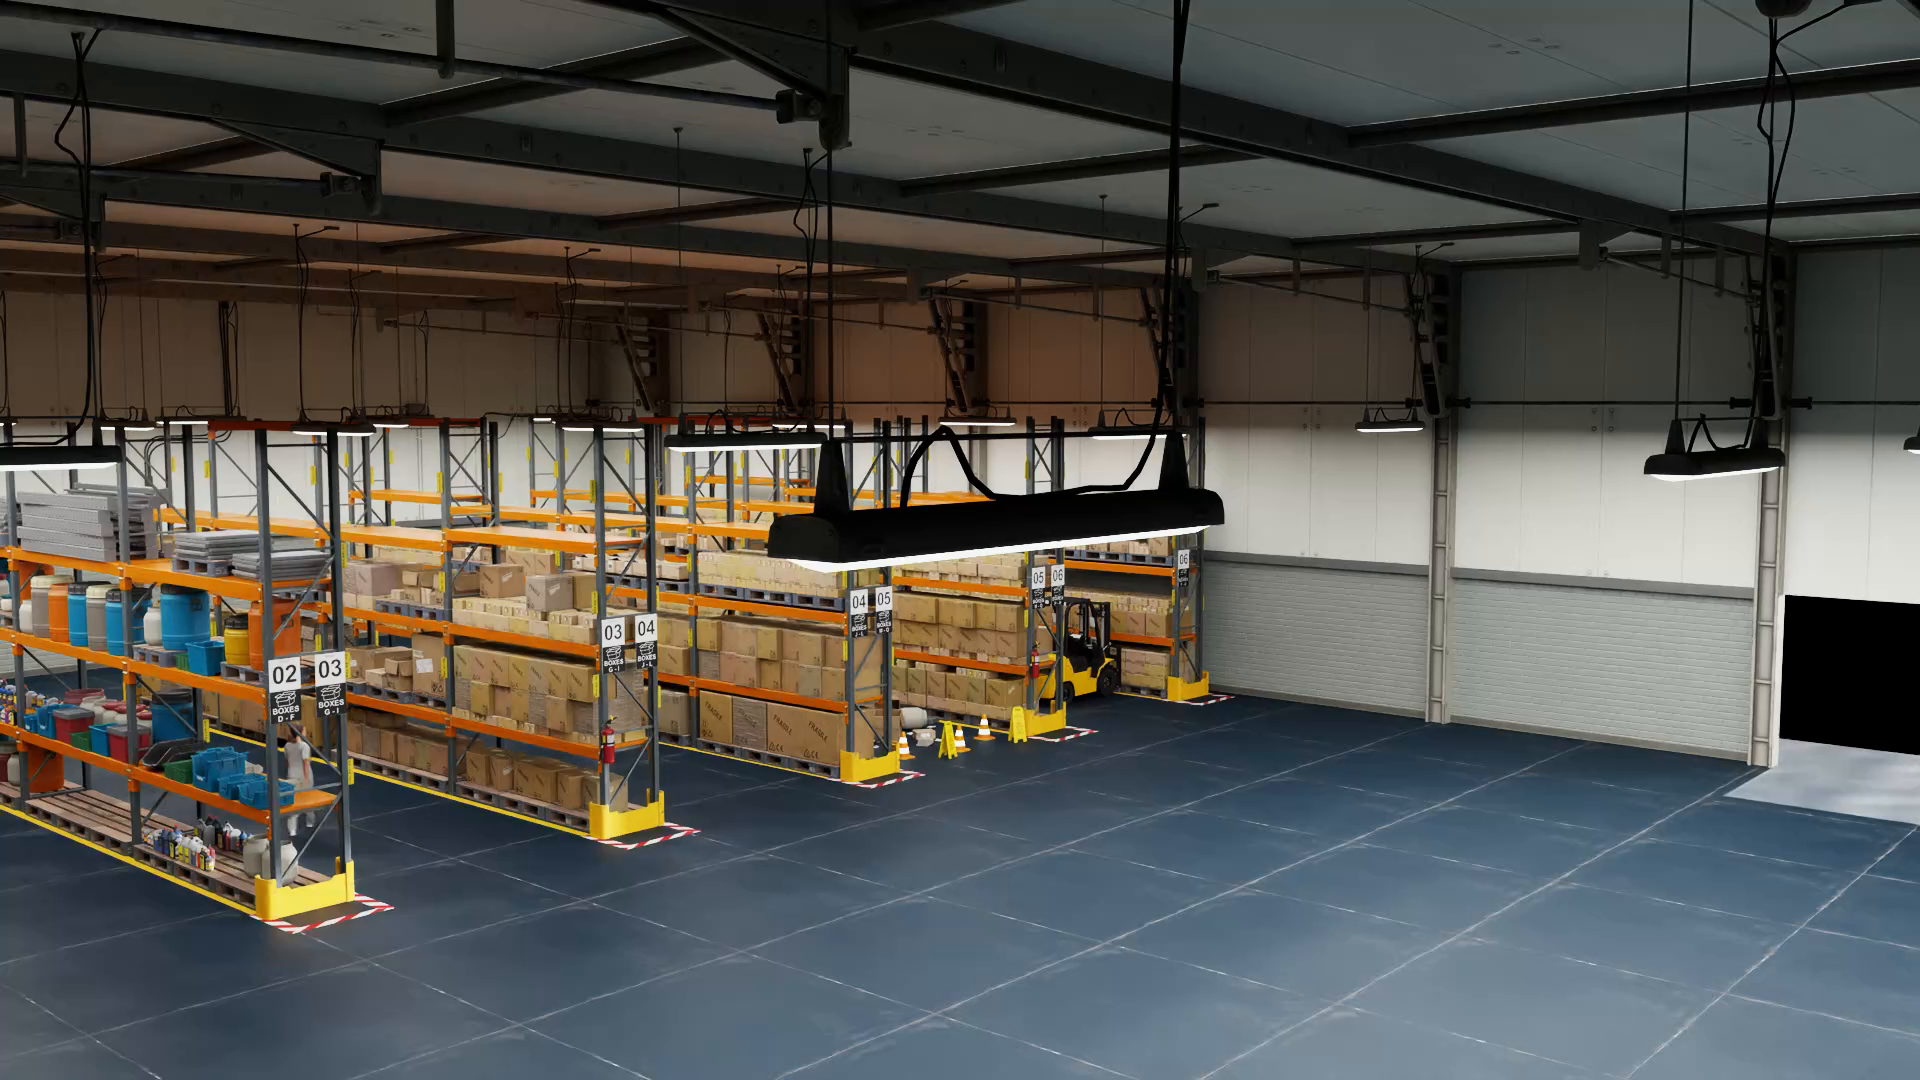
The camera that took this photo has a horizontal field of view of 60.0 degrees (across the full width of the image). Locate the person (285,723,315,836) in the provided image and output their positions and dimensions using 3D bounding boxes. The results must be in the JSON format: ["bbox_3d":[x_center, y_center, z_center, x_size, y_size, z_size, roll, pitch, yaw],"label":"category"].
[{"bbox_3d":[-9.686,3.486,24.388,0.401,1.624,1.030,-1,5,-15],"label":"person"}]
